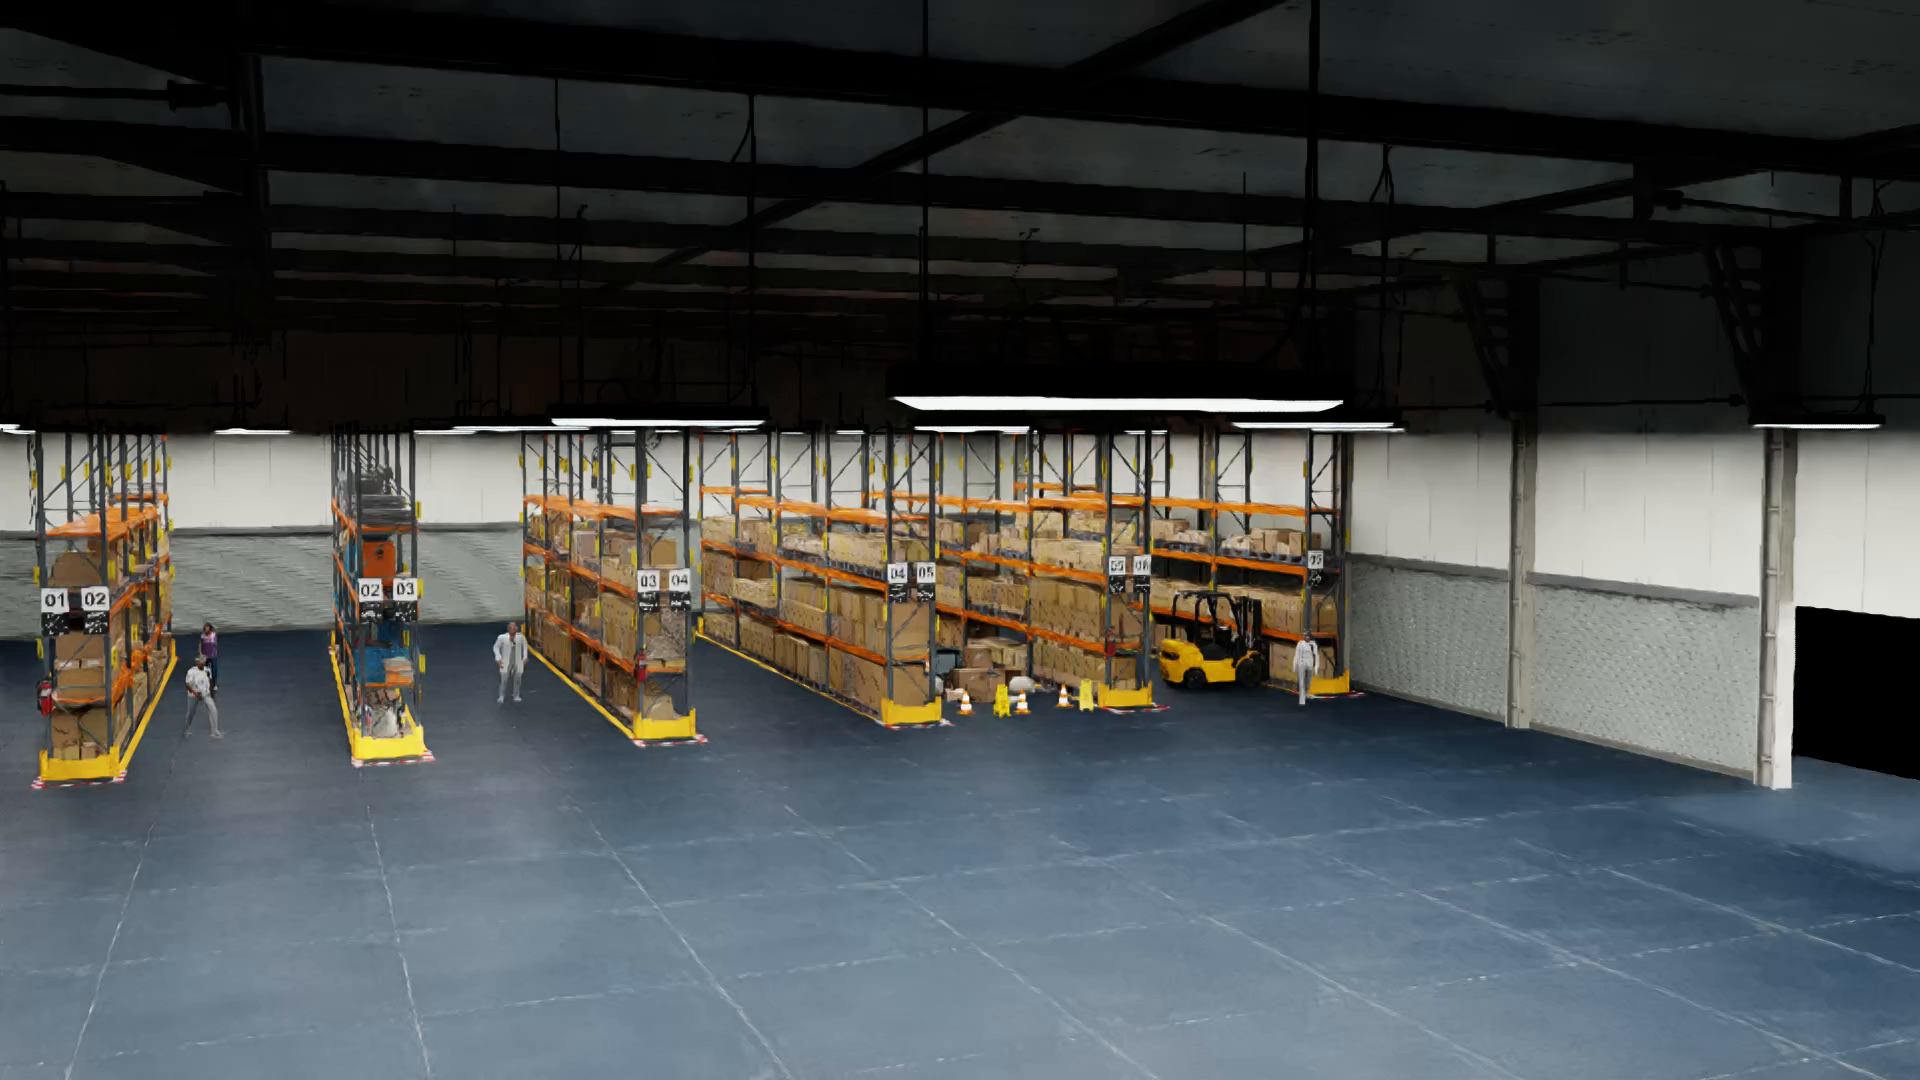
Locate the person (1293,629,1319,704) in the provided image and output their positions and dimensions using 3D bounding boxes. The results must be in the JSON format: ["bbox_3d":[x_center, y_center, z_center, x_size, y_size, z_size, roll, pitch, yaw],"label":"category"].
[{"bbox_3d":[7.420,2.683,35.660,0.521,1.611,0.924,0,4,-1],"label":"person"}]

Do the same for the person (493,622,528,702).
[{"bbox_3d":[-9.671,2.624,35.810,0.724,1.733,0.546,-2,4,-24],"label":"person"}]

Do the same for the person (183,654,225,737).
[{"bbox_3d":[-14.385,2.941,31.517,0.626,1.610,0.800,-3,5,-41],"label":"person"}]

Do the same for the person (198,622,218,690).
[{"bbox_3d":[-16.948,2.605,37.482,0.418,1.514,1.039,-2,4,-25],"label":"person"}]
